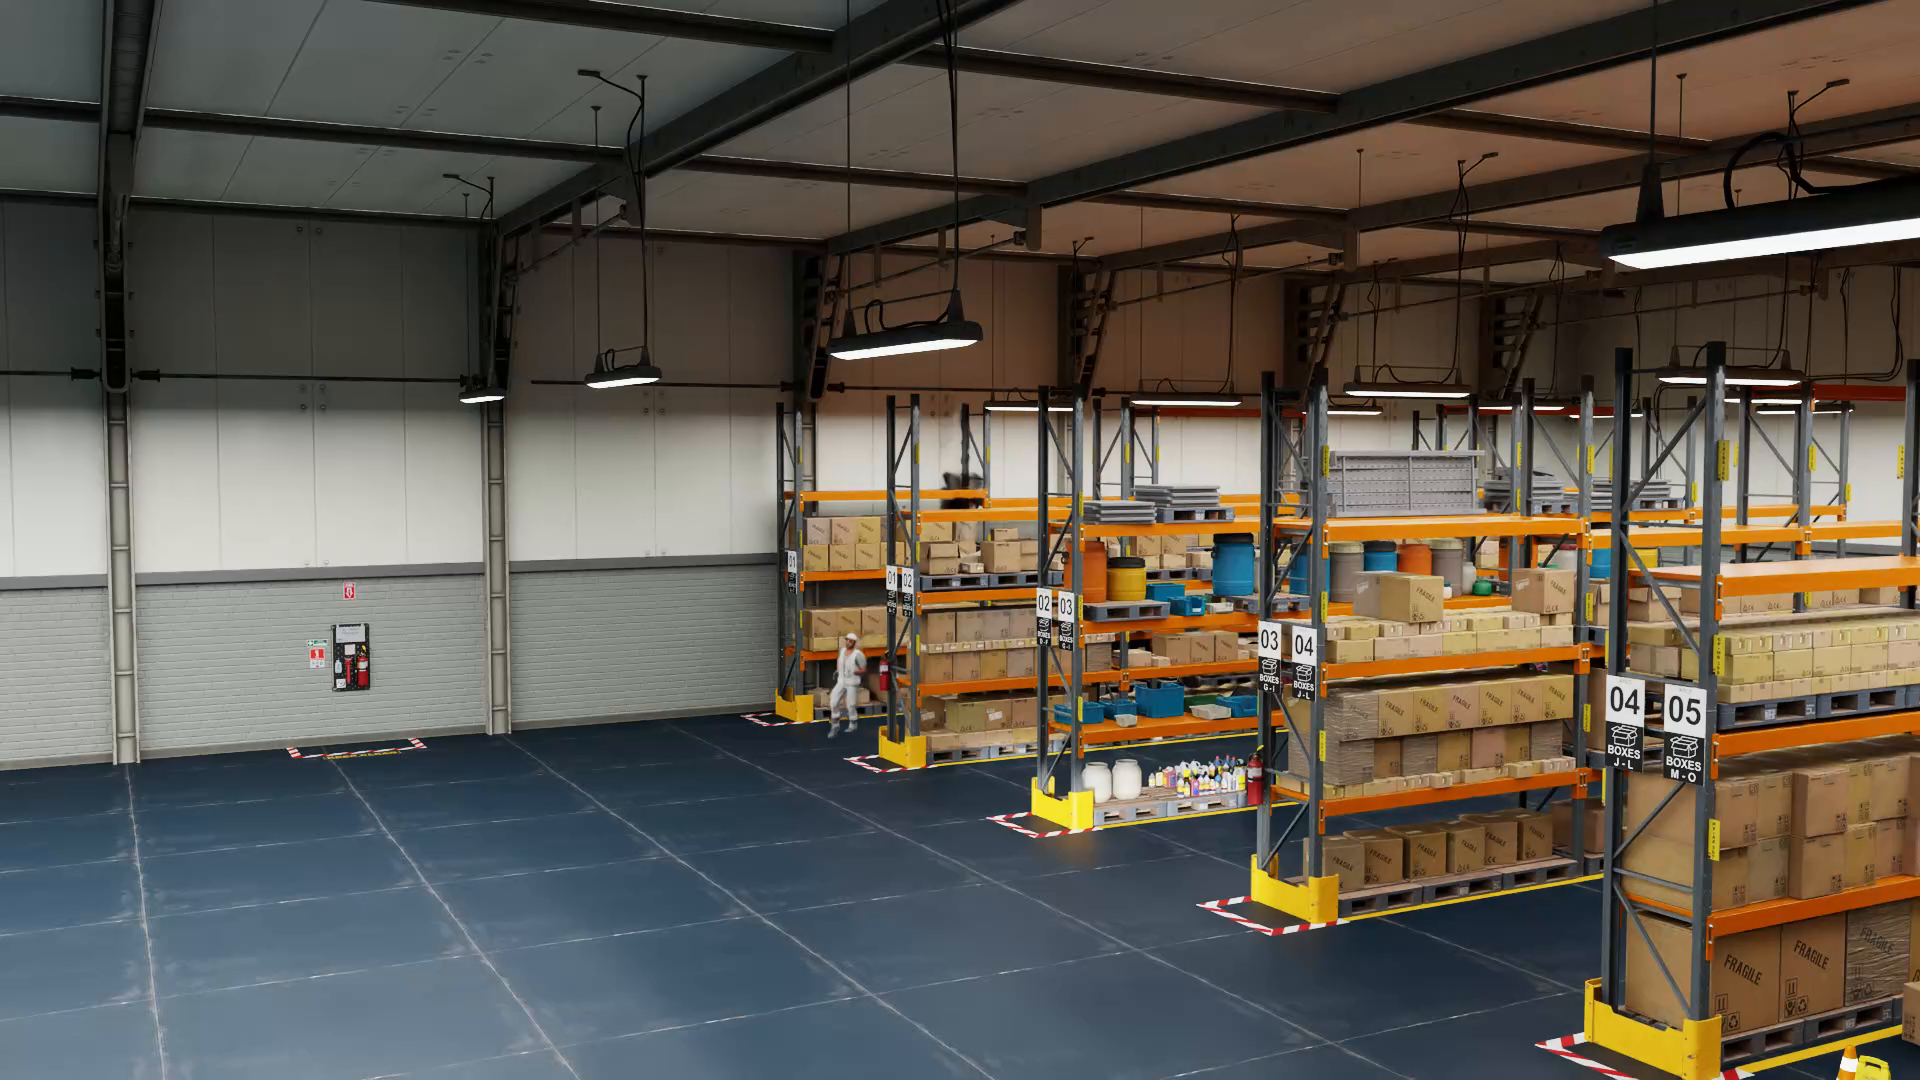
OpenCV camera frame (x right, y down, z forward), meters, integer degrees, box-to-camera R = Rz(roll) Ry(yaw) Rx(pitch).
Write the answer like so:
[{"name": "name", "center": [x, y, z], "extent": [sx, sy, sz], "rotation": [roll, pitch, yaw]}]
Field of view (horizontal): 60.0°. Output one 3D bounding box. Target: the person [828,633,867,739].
[{"name": "person", "center": [-1.880, 2.464, 28.107], "extent": [0.656, 1.806, 0.744], "rotation": [1, 4, 24]}]

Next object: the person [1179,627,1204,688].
[{"name": "person", "center": [4.468, 2.303, 32.158], "extent": [0.779, 1.748, 0.638], "rotation": [-1, 4, -24]}]
